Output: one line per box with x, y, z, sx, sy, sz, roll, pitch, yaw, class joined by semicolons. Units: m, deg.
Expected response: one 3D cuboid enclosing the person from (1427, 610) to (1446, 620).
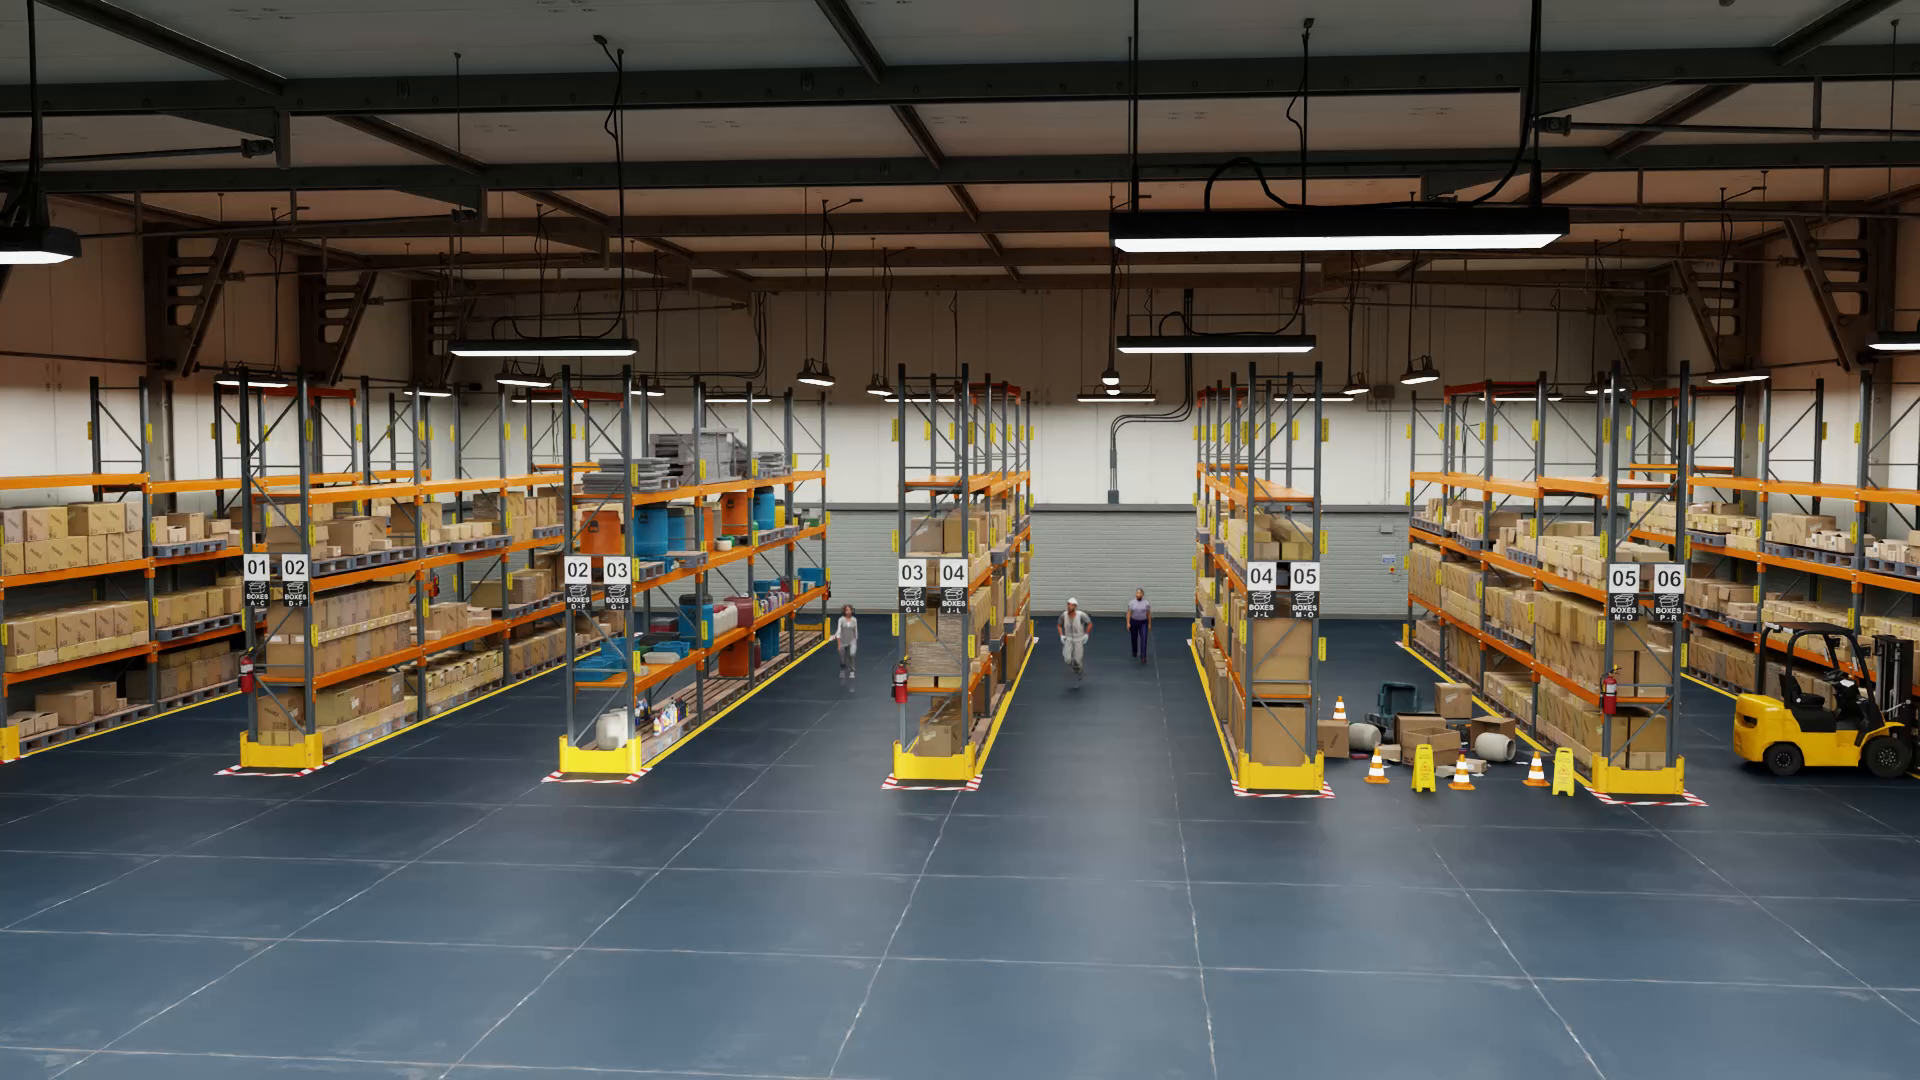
11.814;1.510;41.127;0.986;1.684;0.530;0;4;-1;person

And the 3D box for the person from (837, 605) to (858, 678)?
-2.191;1.986;32.330;0.414;1.423;0.889;0;4;-5;person

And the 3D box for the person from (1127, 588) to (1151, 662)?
3.930;1.855;36.502;0.542;1.583;1.053;0;4;4;person

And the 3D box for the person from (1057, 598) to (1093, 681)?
2.248;1.951;32.579;0.694;1.656;0.599;1;4;15;person
